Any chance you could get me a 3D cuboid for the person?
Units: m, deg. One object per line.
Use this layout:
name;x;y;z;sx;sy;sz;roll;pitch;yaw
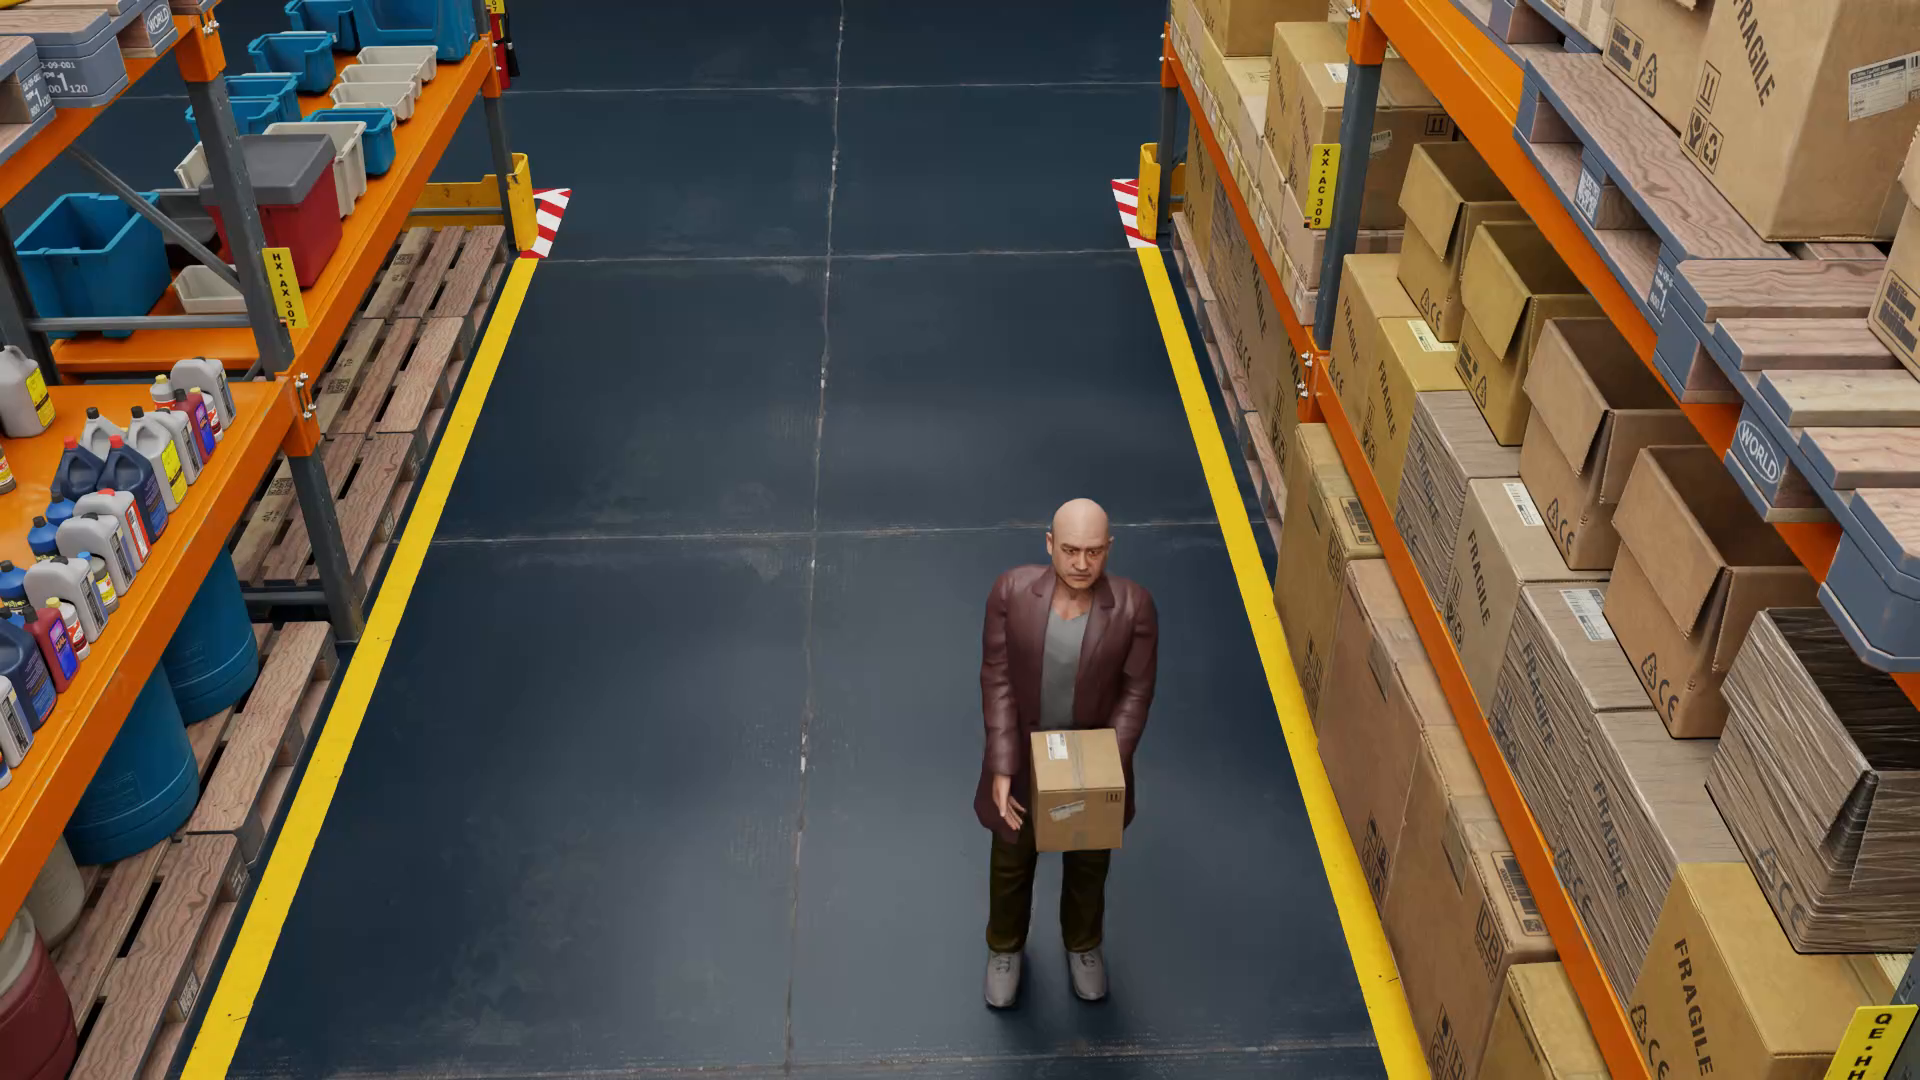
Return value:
person;0.305;0.723;5.113;0.540;1.779;0.550;5;35;7
